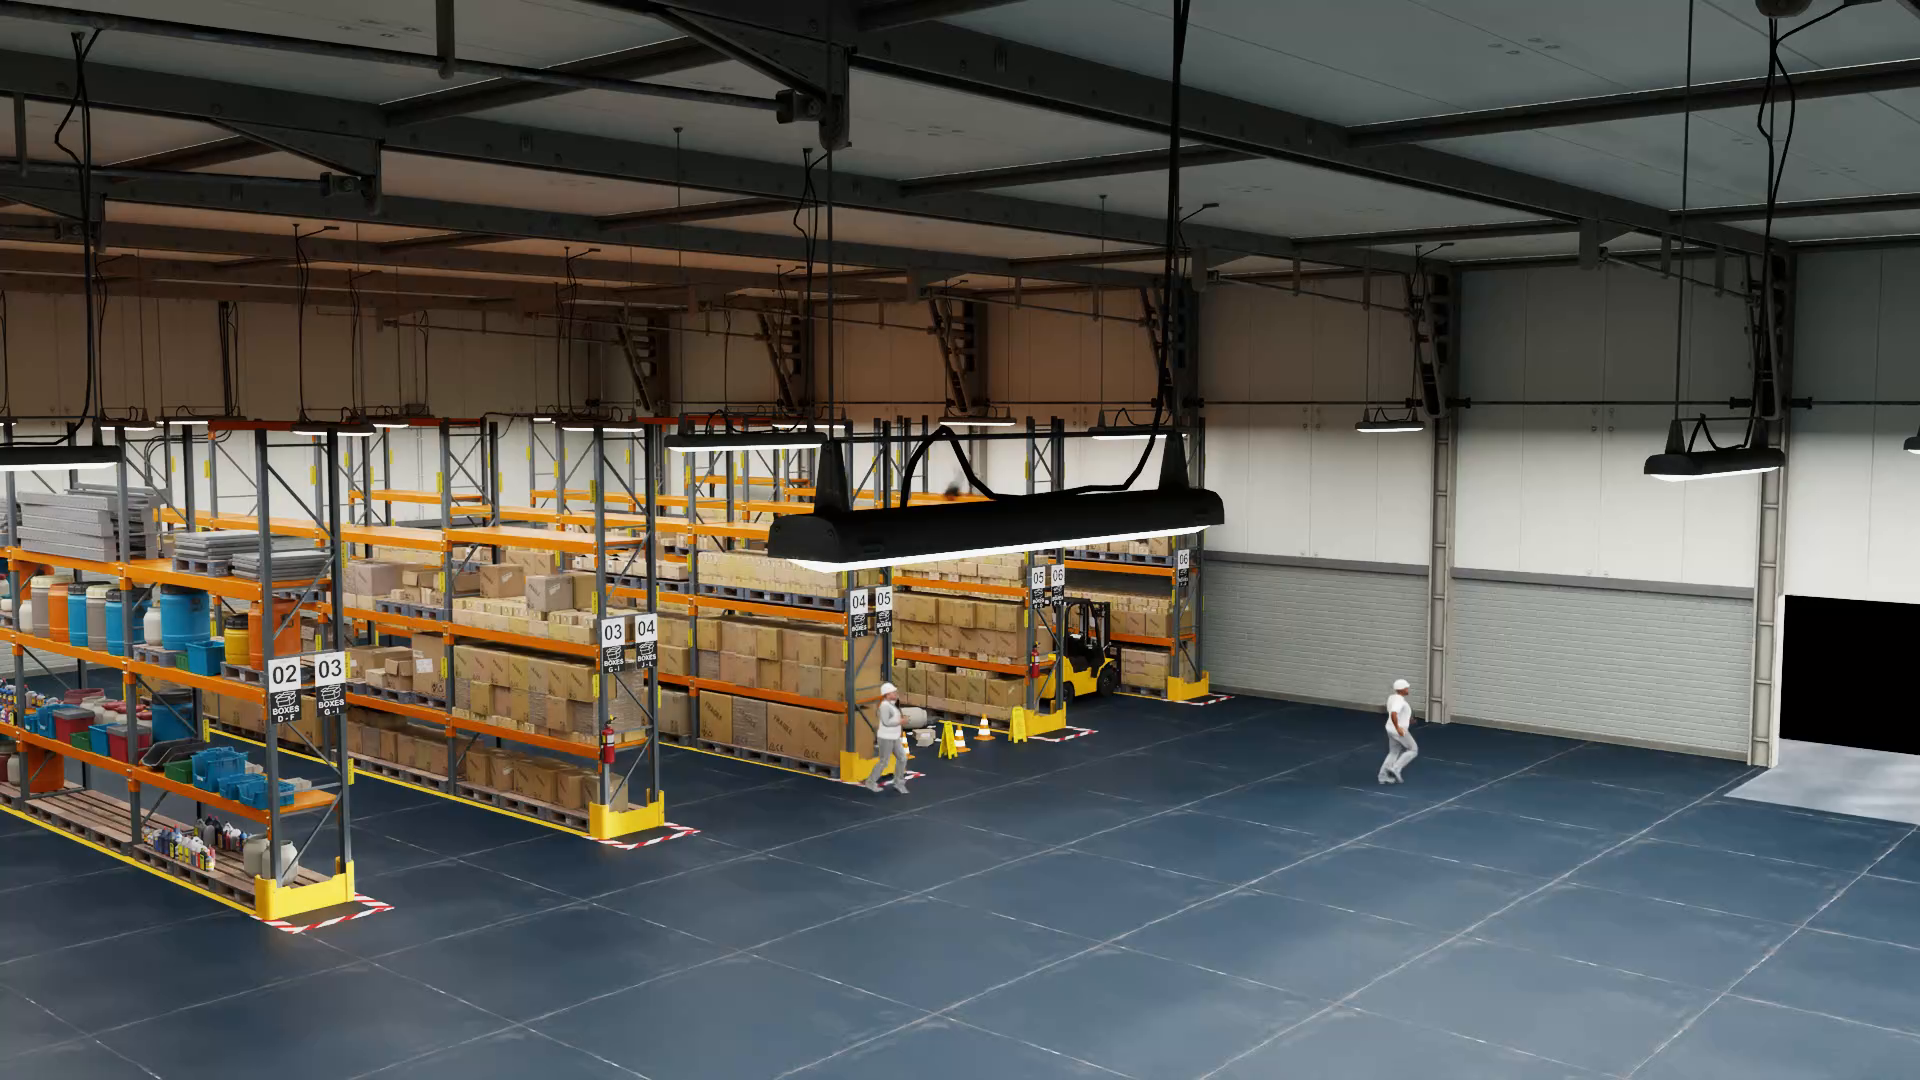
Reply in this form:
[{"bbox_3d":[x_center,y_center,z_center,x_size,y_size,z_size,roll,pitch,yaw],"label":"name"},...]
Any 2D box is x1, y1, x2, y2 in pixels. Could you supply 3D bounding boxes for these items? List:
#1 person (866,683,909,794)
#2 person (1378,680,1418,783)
[{"bbox_3d":[-1.166,3.227,26.808,0.698,1.853,0.655,1,5,11],"label":"person"},{"bbox_3d":[7.287,3.166,27.589,0.715,1.713,0.619,-1,5,-9],"label":"person"}]
